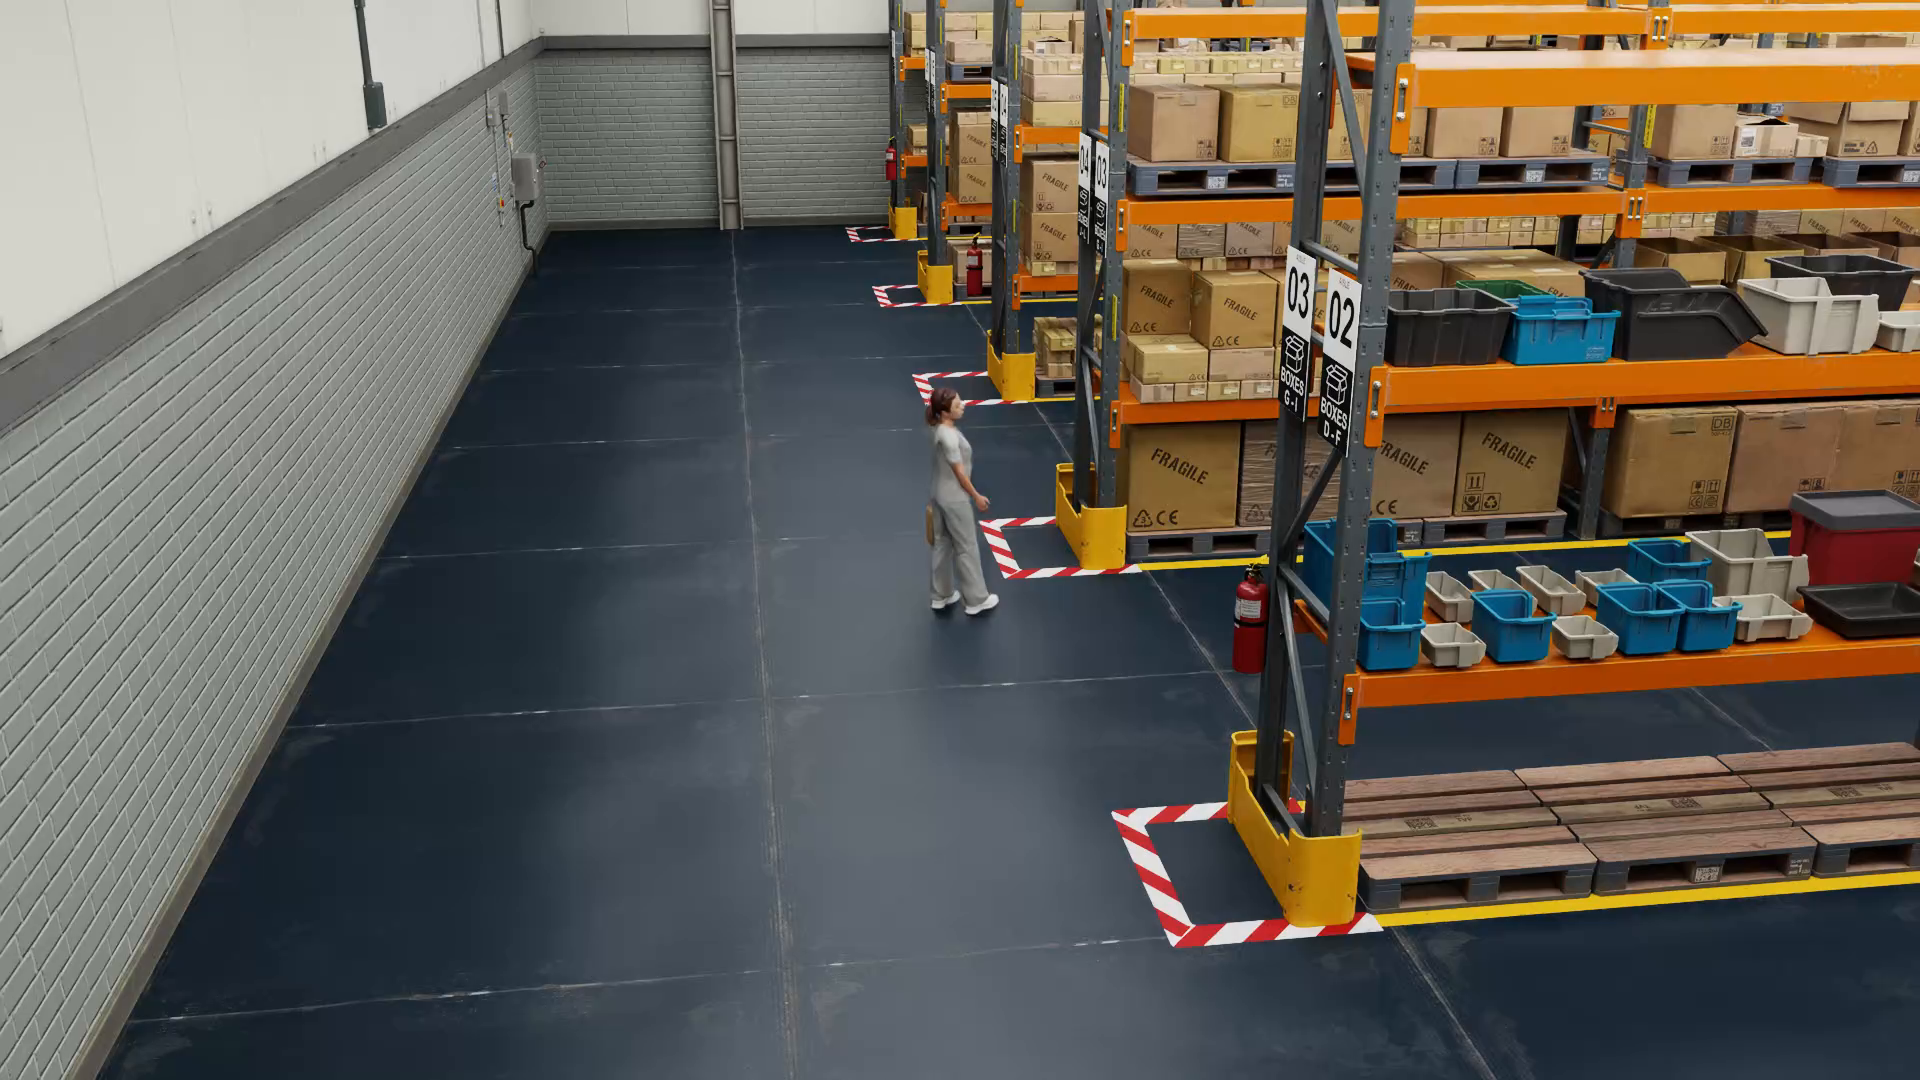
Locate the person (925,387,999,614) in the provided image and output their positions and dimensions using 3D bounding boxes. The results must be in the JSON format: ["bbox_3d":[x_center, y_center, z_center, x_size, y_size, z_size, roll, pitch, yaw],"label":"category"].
[{"bbox_3d":[0.009,-0.294,11.834,0.537,1.674,0.463,-7,21,-18],"label":"person"}]
